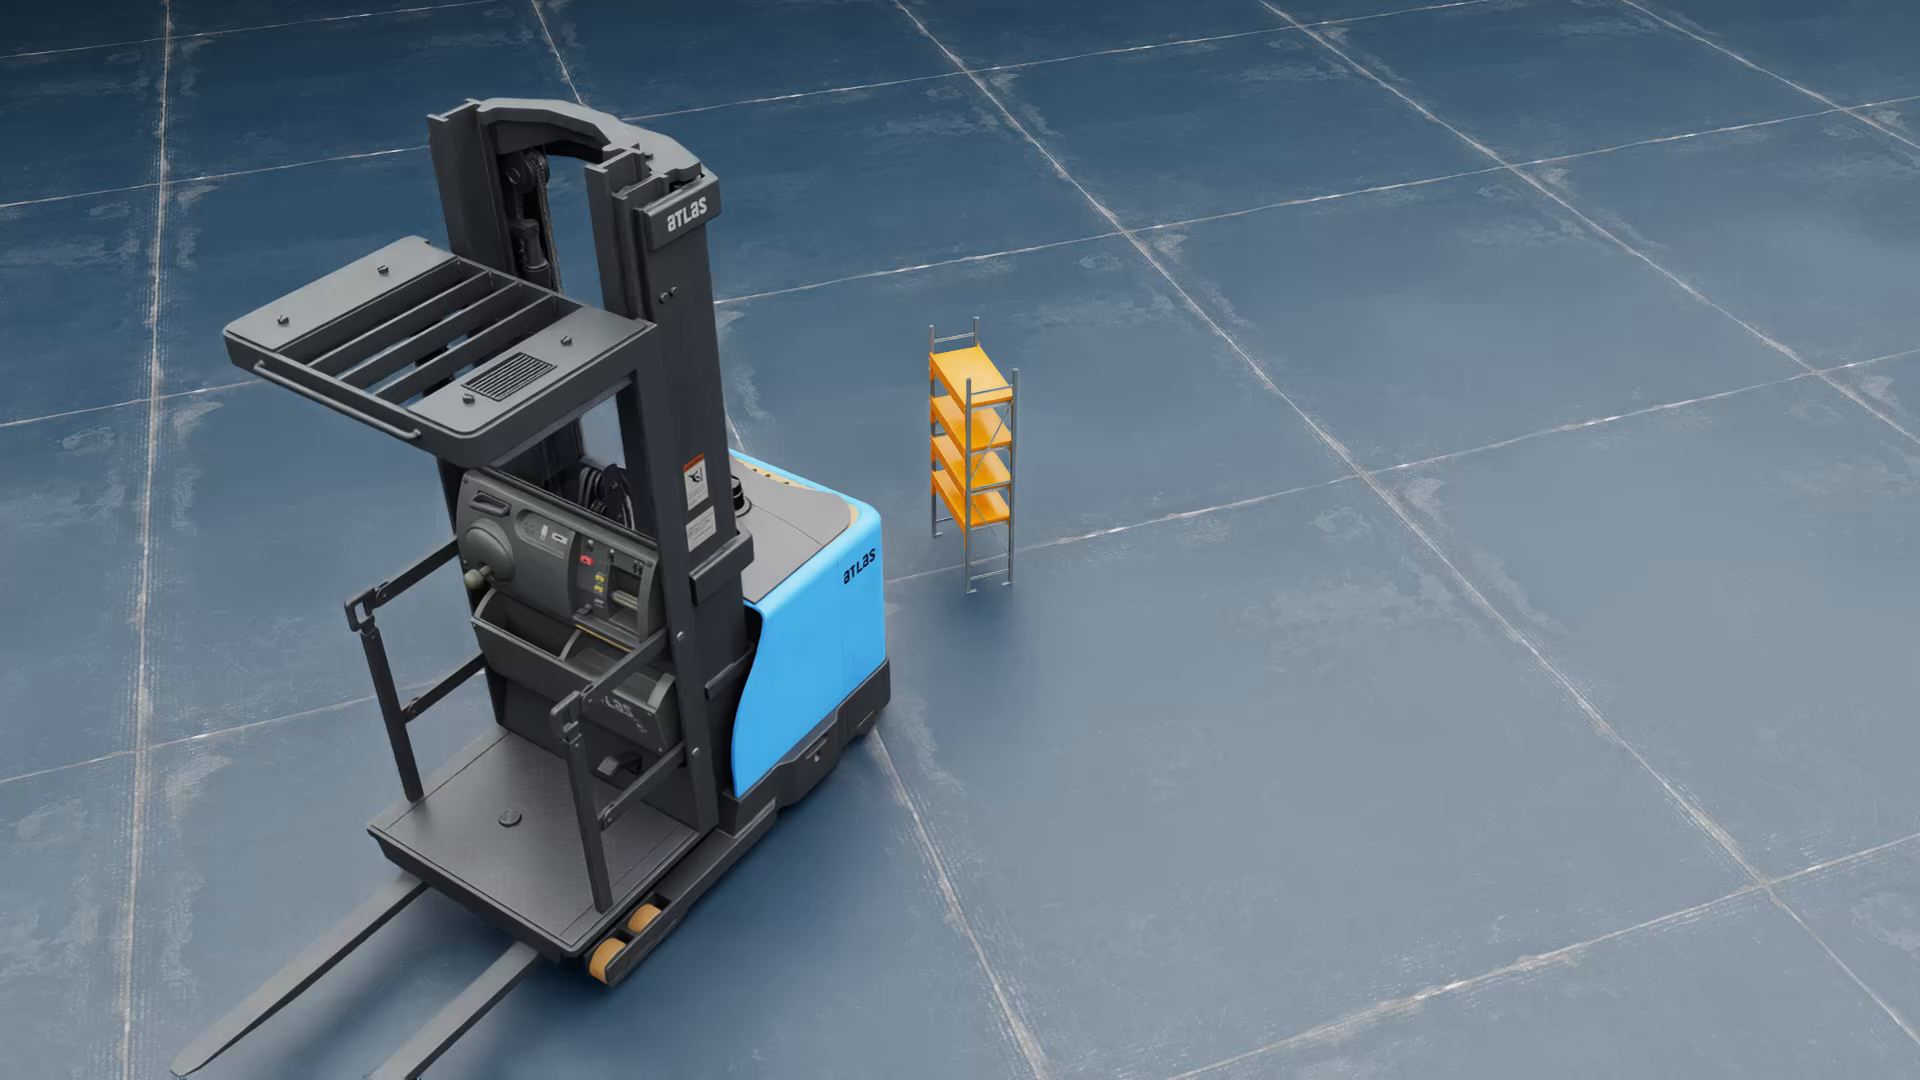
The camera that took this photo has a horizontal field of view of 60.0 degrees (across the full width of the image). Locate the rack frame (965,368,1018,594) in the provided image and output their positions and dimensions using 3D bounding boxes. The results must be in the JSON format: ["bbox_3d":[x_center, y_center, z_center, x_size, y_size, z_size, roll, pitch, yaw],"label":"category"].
[{"bbox_3d":[0.141,-0.248,7.642,0.240,1.200,0.015,-12,39,-16],"label":"rack frame"}]

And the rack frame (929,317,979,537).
[{"bbox_3d":[-0.027,-0.524,8.008,0.240,1.200,0.015,-12,39,-16],"label":"rack frame"}]

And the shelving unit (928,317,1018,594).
[{"bbox_3d":[0.057,-0.386,7.825,0.258,1.200,0.503,-12,39,-16],"label":"shelving unit"}]

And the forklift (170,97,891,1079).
[{"bbox_3d":[-1.539,0.138,5.692,1.130,2.935,3.031,22,42,26],"label":"forklift"}]

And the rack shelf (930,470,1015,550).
[{"bbox_3d":[0.057,-0.173,7.985,0.258,0.148,0.480,-12,39,-16],"label":"rack shelf"}]

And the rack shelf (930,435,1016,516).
[{"bbox_3d":[0.057,-0.332,7.866,0.258,0.148,0.480,-12,39,-16],"label":"rack shelf"}]

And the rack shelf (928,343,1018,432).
[{"bbox_3d":[0.057,-0.700,7.589,0.258,0.148,0.480,-12,39,-16],"label":"rack shelf"}]

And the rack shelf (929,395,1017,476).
[{"bbox_3d":[0.057,-0.511,7.731,0.258,0.148,0.480,-12,39,-16],"label":"rack shelf"}]
